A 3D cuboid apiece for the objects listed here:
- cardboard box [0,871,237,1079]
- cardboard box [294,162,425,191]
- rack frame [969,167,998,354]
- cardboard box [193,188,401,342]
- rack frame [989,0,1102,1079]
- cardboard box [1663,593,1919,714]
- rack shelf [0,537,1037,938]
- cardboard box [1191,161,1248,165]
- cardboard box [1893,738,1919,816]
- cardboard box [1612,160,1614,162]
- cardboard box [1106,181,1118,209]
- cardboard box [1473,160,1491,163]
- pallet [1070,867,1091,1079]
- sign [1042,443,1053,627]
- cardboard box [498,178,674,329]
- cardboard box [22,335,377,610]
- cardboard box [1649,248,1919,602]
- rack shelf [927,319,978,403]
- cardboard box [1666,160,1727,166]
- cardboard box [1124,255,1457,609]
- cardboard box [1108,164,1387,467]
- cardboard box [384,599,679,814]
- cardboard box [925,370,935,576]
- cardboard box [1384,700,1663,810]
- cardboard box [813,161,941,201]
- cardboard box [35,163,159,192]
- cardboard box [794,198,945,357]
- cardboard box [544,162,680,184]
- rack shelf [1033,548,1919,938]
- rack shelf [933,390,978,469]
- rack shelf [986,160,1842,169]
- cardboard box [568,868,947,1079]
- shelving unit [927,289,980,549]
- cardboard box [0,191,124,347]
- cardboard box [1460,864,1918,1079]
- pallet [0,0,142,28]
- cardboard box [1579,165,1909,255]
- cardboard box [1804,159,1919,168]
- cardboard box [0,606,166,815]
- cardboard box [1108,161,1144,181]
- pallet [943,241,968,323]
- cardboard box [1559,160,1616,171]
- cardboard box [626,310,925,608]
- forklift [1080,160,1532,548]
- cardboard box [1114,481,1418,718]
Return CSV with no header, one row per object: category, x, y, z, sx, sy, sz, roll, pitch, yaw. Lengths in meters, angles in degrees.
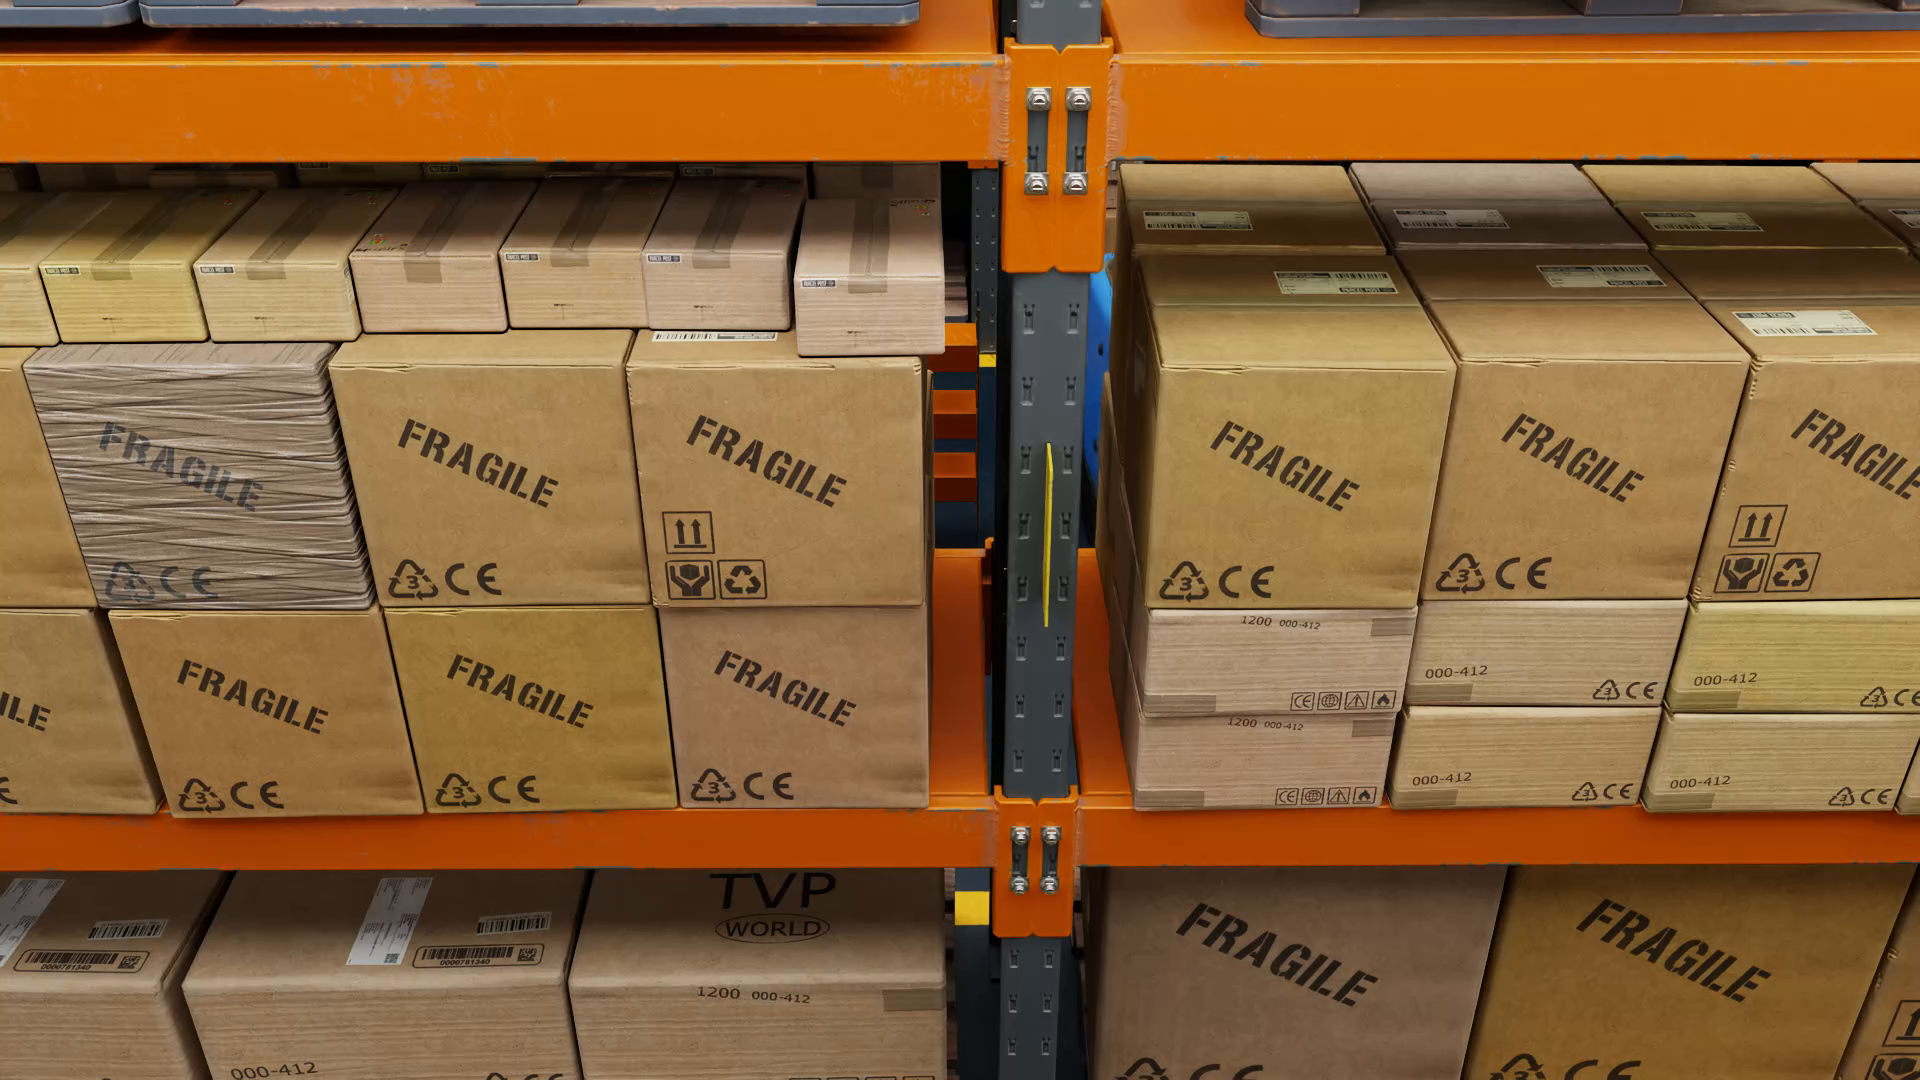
cardboard box,-2.275,0.977,4.313,0.875,0.438,0.875,1,31,1
cardboard box,-1.193,-0.785,3.466,0.250,0.149,0.380,-1,31,-2
rack frame,0.117,-2.465,7.921,0.127,3.000,1.000,0,31,0
cardboard box,-1.172,-0.502,3.000,0.250,0.149,0.380,0,31,-1
rack frame,0.151,0.110,3.677,0.127,3.000,1.000,0,31,0
cardboard box,1.618,0.101,3.354,0.500,0.250,0.500,0,31,0
rack shelf,-1.849,0.424,3.853,4.000,0.370,1.077,0,31,0
cardboard box,1.284,-1.772,8.158,0.250,0.149,0.380,-1,31,-1
cardboard box,2.122,0.317,3.480,0.500,0.250,0.500,-1,31,-1
cardboard box,3.328,-2.039,8.598,0.250,0.149,0.380,1,31,1
cardboard box,0.754,-1.757,8.134,0.250,0.149,0.380,-1,31,-2
cardboard box,2.574,-1.759,8.138,0.250,0.149,0.380,-1,31,-1
pallet,0.922,1.261,4.469,1.213,0.211,1.003,0,31,0
sign,0.155,-0.006,2.957,0.005,0.325,0.100,0,31,0
cardboard box,-0.669,-0.531,3.048,0.250,0.149,0.380,0,31,0
cardboard box,-1.336,-0.212,3.147,0.500,0.500,0.500,0,31,0
cardboard box,1.602,-0.229,3.175,0.500,0.500,0.500,-1,31,-2
rack shelf,-0.053,-0.682,6.336,0.240,0.259,0.215,0,31,0
cardboard box,3.624,-1.732,8.093,0.250,0.149,0.380,-2,31,-3
cardboard box,0.592,-0.213,3.148,0.500,0.500,0.500,0,31,0
cardboard box,0.596,-0.492,3.609,0.500,0.500,0.500,1,31,1
cardboard box,-0.826,0.206,3.423,0.500,0.500,0.500,-1,31,-2
cardboard box,-0.320,-0.067,3.873,0.500,0.500,0.500,1,31,1
cardboard box,1.110,0.307,3.496,0.500,0.250,0.500,-1,31,-2
cardboard box,-0.167,-0.771,3.444,0.250,0.149,0.380,-1,31,-1
cardboard box,-1.690,-0.776,3.452,0.250,0.149,0.380,0,31,0
cardboard box,-0.156,-0.472,2.950,0.250,0.149,0.380,-1,31,-1
cardboard box,-0.678,-0.739,3.391,0.250,0.149,0.380,-1,31,-1
rack shelf,2.150,0.411,3.874,4.000,0.370,1.077,0,31,0
rack shelf,-0.054,-0.440,6.483,0.240,0.259,0.215,0,31,0
rack shelf,2.117,-2.163,8.118,4.000,0.370,1.077,0,31,0
cardboard box,-0.478,0.972,4.321,0.875,0.438,0.875,-1,31,-1
shelving unit,-0.054,-0.449,6.477,0.252,1.050,0.215,0,31,0
cardboard box,-1.680,-0.492,2.983,0.250,0.149,0.380,0,31,0
cardboard box,1.673,0.789,4.202,0.875,0.875,0.875,1,31,1
pallet,-1.885,-1.135,2.923,1.213,0.211,1.003,0,31,0
cardboard box,1.620,-0.489,3.604,0.500,0.500,0.500,1,31,1
cardboard box,4.741,-1.636,8.440,0.625,0.625,0.875,1,31,1
cardboard box,-1.852,0.209,3.418,0.500,0.500,0.500,1,31,1
cardboard box,0.737,-1.869,8.031,0.250,0.149,0.380,-2,31,-3
pallet,-0.570,-1.271,8.641,1.213,0.211,1.003,0,31,0
cardboard box,3.088,-1.738,8.102,0.250,0.149,0.380,-1,31,-2
cardboard box,-0.320,-0.216,3.153,0.500,0.500,0.500,0,31,-1
forklift,2.020,-1.280,6.034,3.031,2.935,1.130,-2,31,-4
cardboard box,0.592,0.105,3.347,0.500,0.250,0.500,-1,31,-2
